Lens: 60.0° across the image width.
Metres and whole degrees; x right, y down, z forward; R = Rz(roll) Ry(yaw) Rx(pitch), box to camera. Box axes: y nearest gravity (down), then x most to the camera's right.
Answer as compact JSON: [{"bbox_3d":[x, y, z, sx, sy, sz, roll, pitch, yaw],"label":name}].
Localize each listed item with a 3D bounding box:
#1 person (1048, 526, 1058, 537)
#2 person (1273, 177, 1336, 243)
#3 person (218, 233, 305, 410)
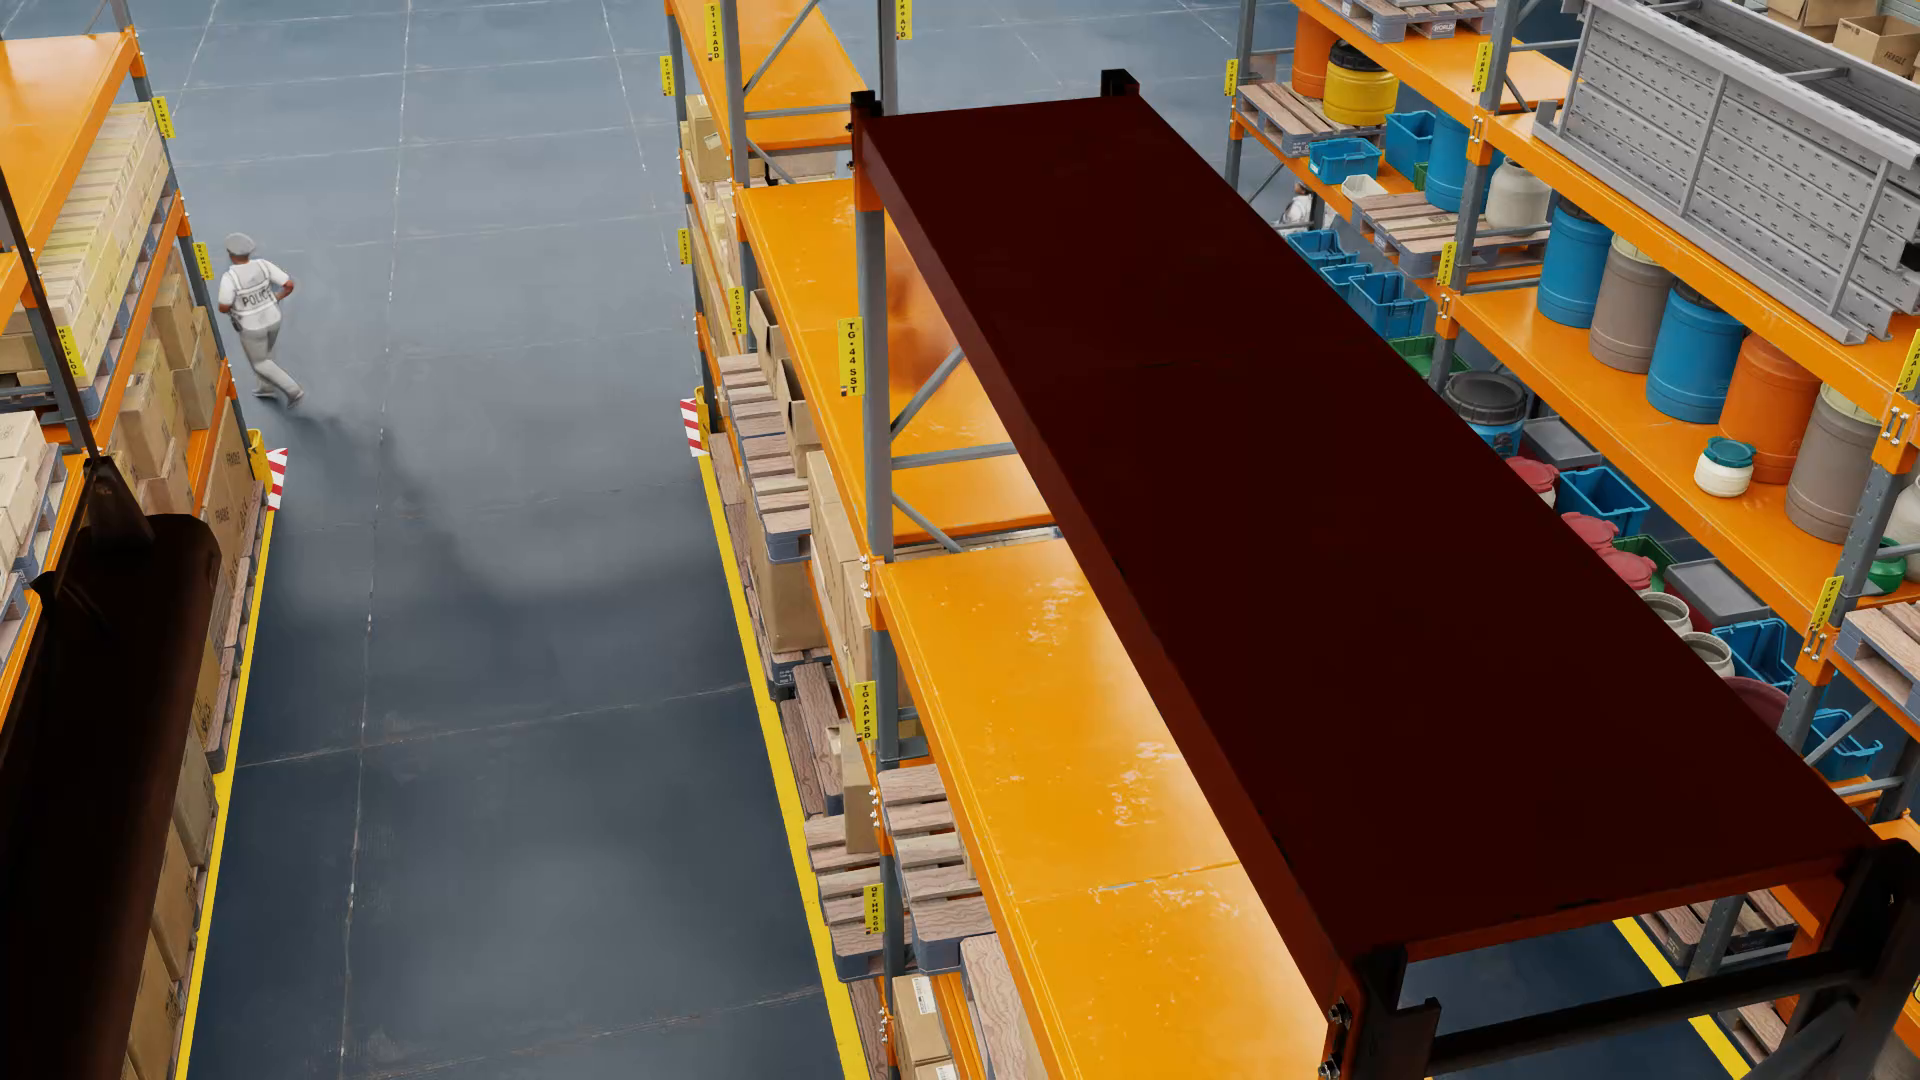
[{"bbox_3d":[0.533,-0.059,12.722,0.605,1.669,0.569,-6,35,-8],"label":"person"},{"bbox_3d":[3.457,-3.028,17.025,0.649,1.661,0.595,19,39,25],"label":"person"},{"bbox_3d":[-6.559,-2.011,15.501,0.869,1.805,0.678,17,38,24],"label":"person"}]
